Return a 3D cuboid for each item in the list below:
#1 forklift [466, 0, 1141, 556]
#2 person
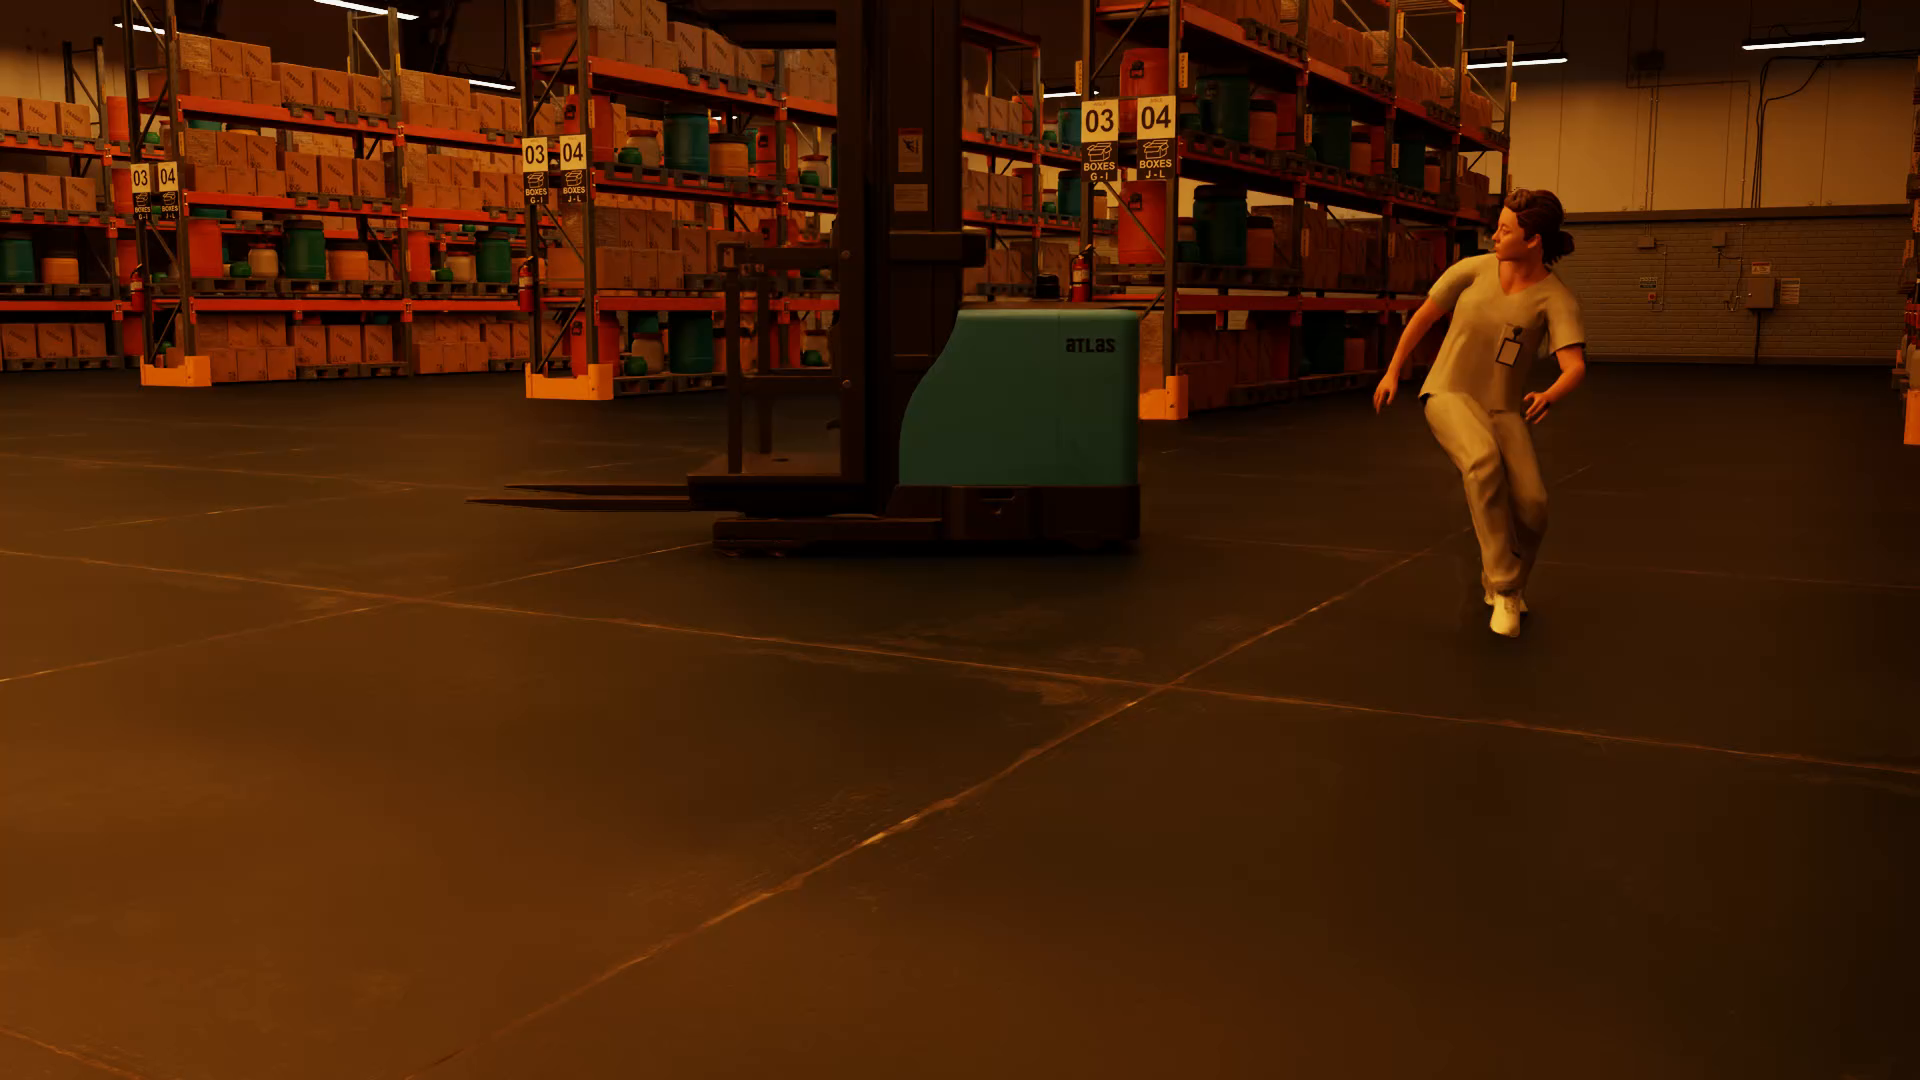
[{"bbox_3d":[-0.710,-1.454,7.626,3.031,2.935,1.130,0,8,1],"label":"forklift"},{"bbox_3d":[1.796,-0.452,5.731,0.665,1.489,0.728,1,8,8],"label":"person"}]
